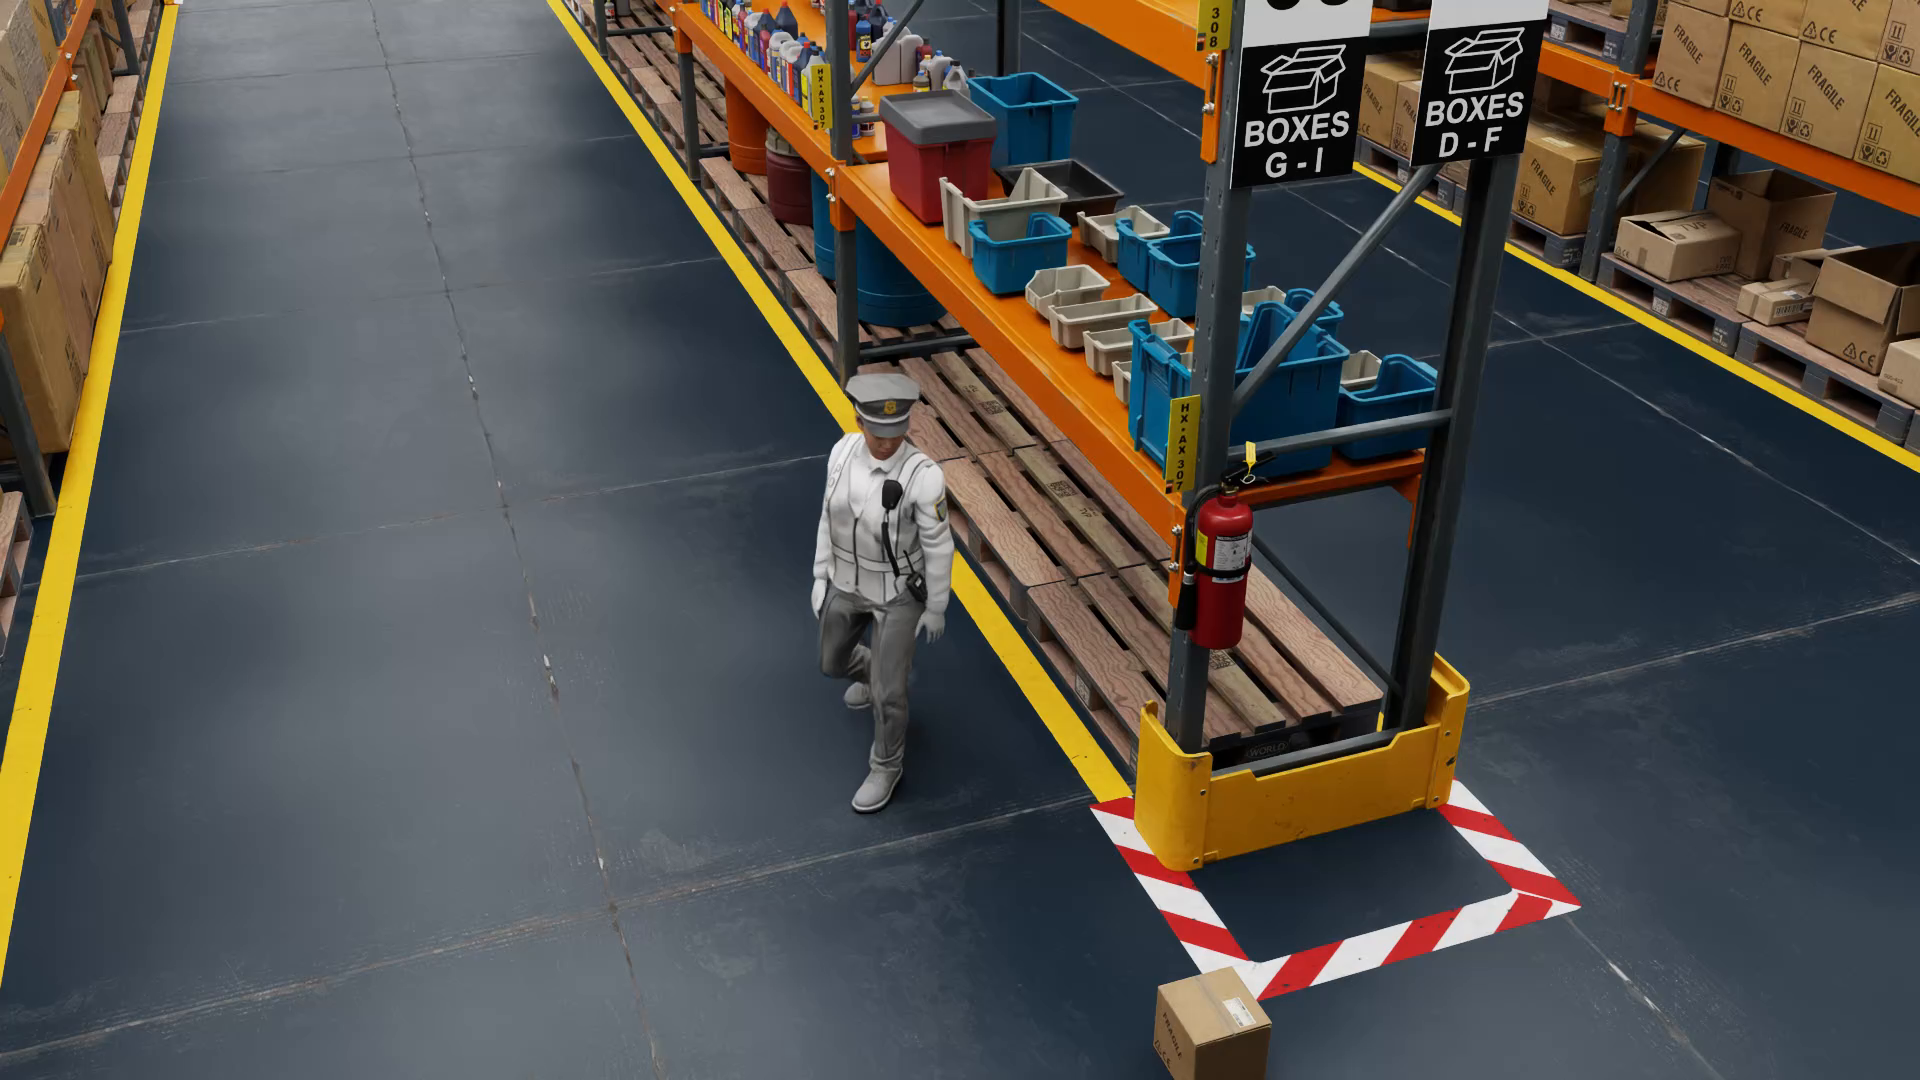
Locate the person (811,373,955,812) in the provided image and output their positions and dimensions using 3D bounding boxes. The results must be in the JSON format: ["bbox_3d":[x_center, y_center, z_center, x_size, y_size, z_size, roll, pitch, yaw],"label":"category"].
[{"bbox_3d":[-0.274,0.136,5.883,0.631,1.660,0.584,18,35,28],"label":"person"}]
